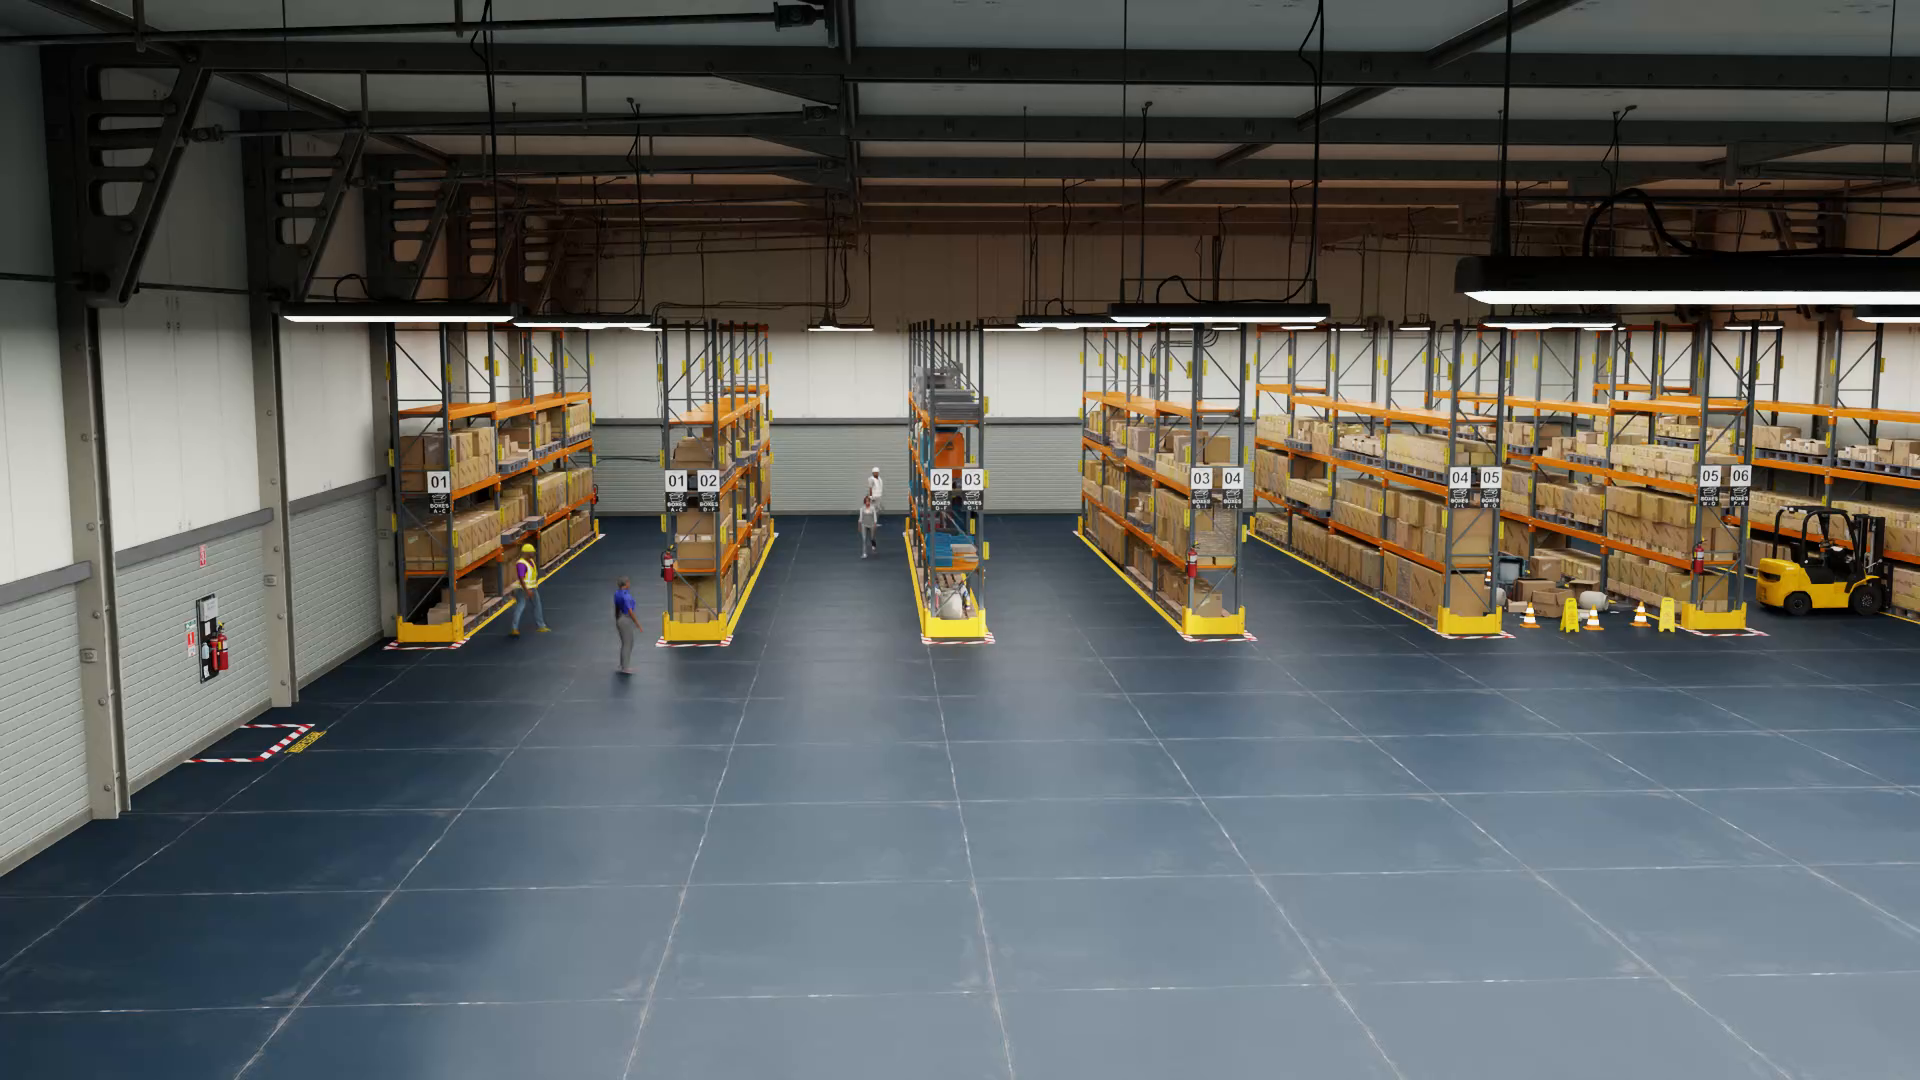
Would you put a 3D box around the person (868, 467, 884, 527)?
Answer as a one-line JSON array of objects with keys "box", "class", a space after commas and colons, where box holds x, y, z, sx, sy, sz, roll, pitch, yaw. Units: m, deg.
[{"box": [-2.502, -1.277, 49.377, 0.501, 1.772, 0.539, 0, 7, 1], "class": "person"}]

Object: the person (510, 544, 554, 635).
[{"box": [-8.260, 0.940, 31.817, 0.661, 1.760, 0.706, 2, 7, 19], "class": "person"}]

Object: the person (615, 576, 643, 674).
[{"box": [-5.621, 1.452, 28.236, 0.466, 1.693, 0.524, -1, 7, -11], "class": "person"}]

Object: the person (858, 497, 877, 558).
[{"box": [-2.372, -0.347, 42.785, 0.468, 1.573, 0.595, 1, 7, 7], "class": "person"}]
